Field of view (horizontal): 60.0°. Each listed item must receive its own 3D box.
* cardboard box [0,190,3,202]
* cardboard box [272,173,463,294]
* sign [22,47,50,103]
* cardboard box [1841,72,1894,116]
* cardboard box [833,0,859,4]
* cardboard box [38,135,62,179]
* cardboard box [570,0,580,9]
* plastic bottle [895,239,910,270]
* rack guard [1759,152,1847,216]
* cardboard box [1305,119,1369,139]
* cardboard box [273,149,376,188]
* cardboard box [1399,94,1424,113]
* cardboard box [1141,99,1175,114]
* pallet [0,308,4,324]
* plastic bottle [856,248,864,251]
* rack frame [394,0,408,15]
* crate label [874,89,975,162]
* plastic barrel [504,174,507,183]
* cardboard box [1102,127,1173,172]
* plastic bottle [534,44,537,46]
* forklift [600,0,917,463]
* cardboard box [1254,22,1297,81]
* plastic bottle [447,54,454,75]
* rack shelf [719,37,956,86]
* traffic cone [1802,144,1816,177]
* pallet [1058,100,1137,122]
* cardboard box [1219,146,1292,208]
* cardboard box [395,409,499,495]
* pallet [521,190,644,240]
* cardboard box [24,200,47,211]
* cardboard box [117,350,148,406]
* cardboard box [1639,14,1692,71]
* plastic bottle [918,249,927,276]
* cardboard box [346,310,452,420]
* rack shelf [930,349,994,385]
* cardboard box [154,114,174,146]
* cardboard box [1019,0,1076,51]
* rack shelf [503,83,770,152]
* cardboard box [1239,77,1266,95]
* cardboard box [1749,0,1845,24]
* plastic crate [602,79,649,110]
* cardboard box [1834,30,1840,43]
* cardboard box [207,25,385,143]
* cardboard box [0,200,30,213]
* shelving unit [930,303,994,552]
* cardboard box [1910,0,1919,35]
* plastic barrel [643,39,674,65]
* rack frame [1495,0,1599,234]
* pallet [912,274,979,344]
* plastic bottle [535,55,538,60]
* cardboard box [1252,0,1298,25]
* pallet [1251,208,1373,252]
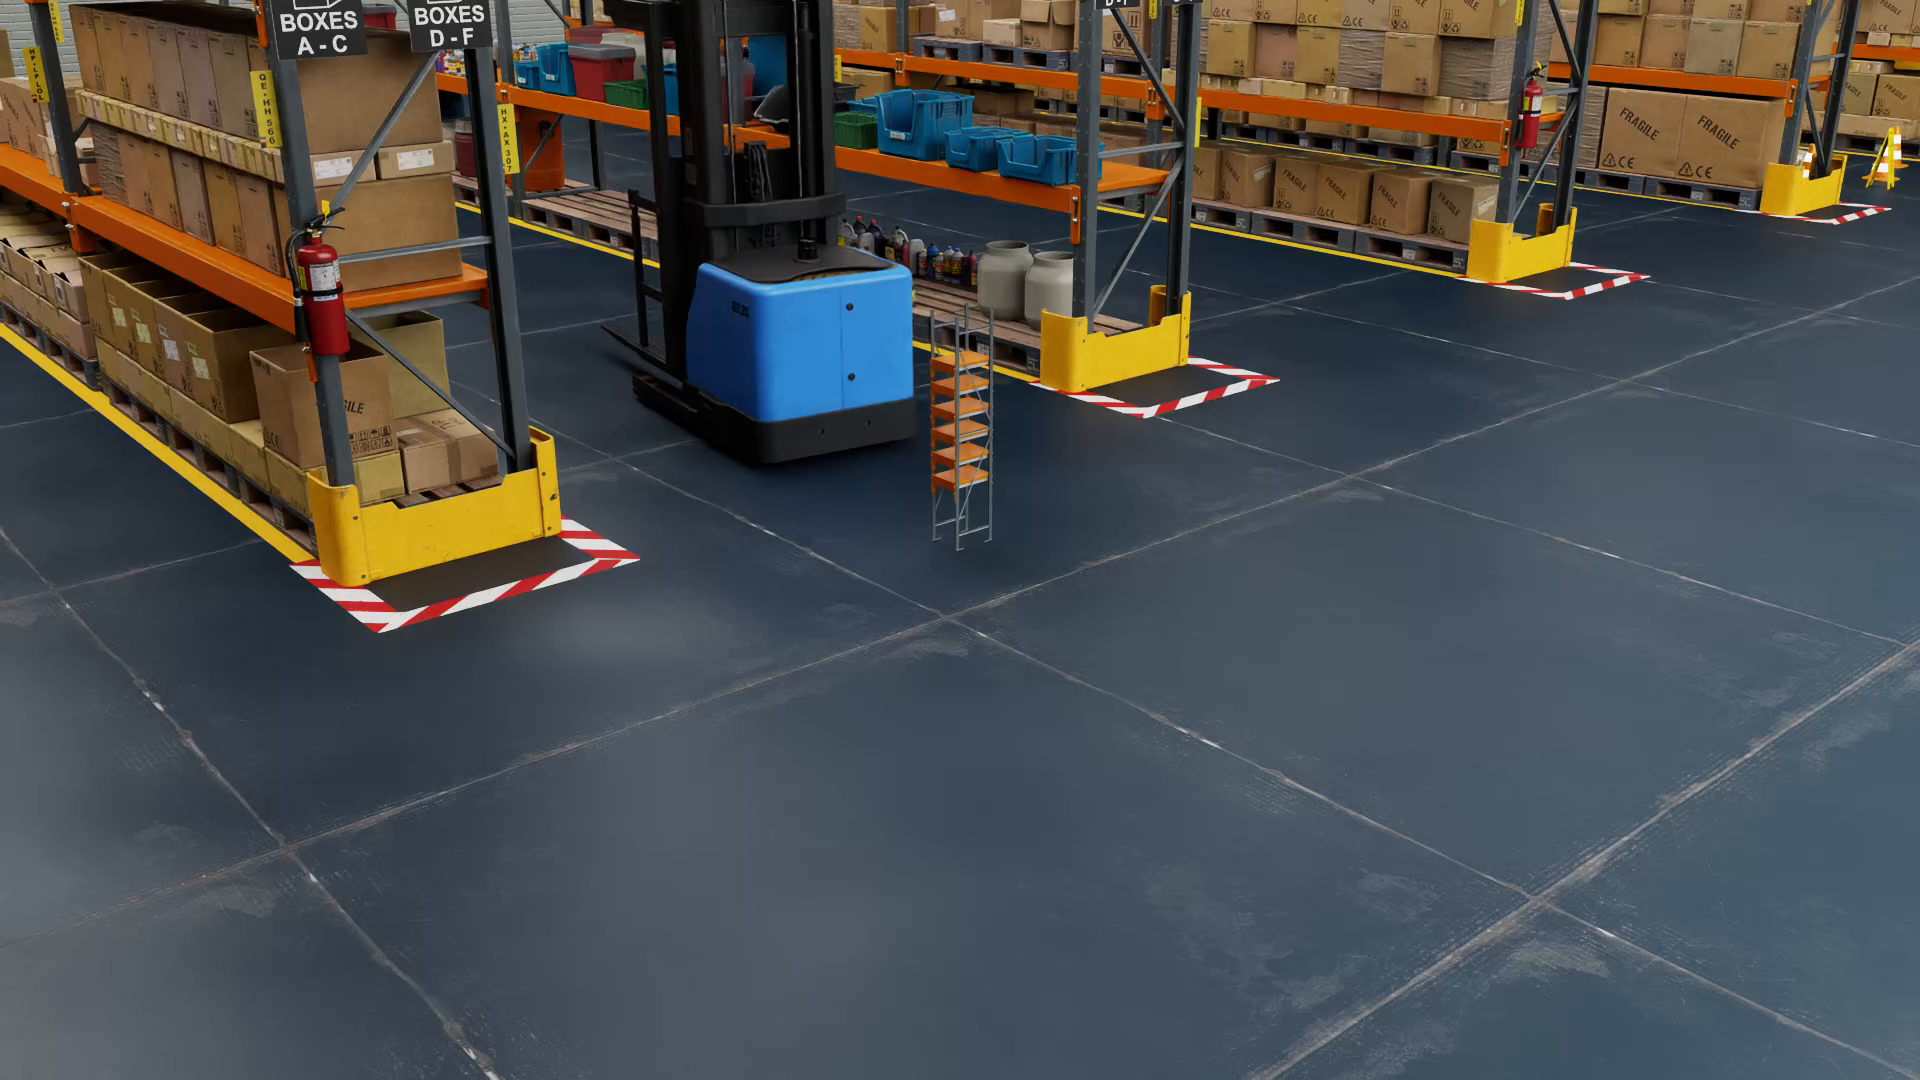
[{"bbox_3d":[-8.252,-2.944,14.712,0.500,0.500,0.500,-19,28,-39],"label":"cardboard box"},{"bbox_3d":[-2.899,-1.534,8.152,0.700,0.500,0.500,-17,27,-37],"label":"cardboard box"},{"bbox_3d":[-5.619,-2.831,10.121,0.100,0.325,0.005,-17,27,-37],"label":"sign"},{"bbox_3d":[11.347,-5.639,20.935,0.500,0.500,0.500,-16,27,-36],"label":"cardboard box"},{"bbox_3d":[-1.207,-6.824,20.280,0.797,0.503,0.637,-17,27,-36],"label":"cardboard box"},{"bbox_3d":[-5.928,-2.598,11.188,0.396,0.266,0.258,-18,28,-39],"label":"cardboard box"},{"bbox_3d":[-5.432,-8.005,24.608,0.500,0.250,0.500,-18,28,-39],"label":"cardboard box"},{"bbox_3d":[-0.462,-2.256,13.253,0.061,0.283,0.133,-17,27,-37],"label":"plastic bottle"},{"bbox_3d":[8.743,-3.695,17.233,1.175,0.500,0.348,-17,27,-37],"label":"rack guard"},{"bbox_3d":[5.016,-5.537,21.016,1.050,0.750,0.750,-17,27,-37],"label":"cardboard box"},{"bbox_3d":[-2.997,-1.765,7.850,0.380,0.149,0.250,-18,28,-38],"label":"cardboard box"},{"bbox_3d":[4.045,-3.825,14.480,0.380,0.149,0.250,-17,27,-37],"label":"cardboard box"},{"bbox_3d":[2.878,-6.227,23.122,0.500,0.500,0.500,-18,27,-38],"label":"cardboard box"},{"bbox_3d":[-7.318,-2.031,13.380,1.003,0.211,1.213,-17,27,-37],"label":"pallet"},{"bbox_3d":[-0.751,-2.127,12.932,0.152,0.276,0.135,-17,27,-37],"label":"plastic bottle"},{"bbox_3d":[-6.682,-5.849,19.306,1.000,3.000,0.127,-17,27,-37],"label":"rack frame"},{"bbox_3d":[-0.255,-2.995,11.968,0.502,0.435,0.616,-17,27,-37],"label":"crate label"},{"bbox_3d":[-4.839,-4.047,17.540,0.421,0.512,0.421,0,21,0],"label":"plastic barrel"},{"bbox_3d":[1.908,-4.034,17.495,0.500,0.500,0.700,20,29,41],"label":"cardboard box"},{"bbox_3d":[-4.463,-5.062,17.456,0.061,0.283,0.133,-17,27,-37],"label":"plastic bottle"},{"bbox_3d":[-1.465,-2.287,10.304,1.130,2.935,3.031,-13,25,-30],"label":"forklift"},{"bbox_3d":[3.242,-4.604,15.580,0.875,0.500,0.500,-17,27,-37],"label":"cardboard box"},{"bbox_3d":[-5.251,-4.923,17.214,0.097,0.201,0.097,0,21,0],"label":"plastic bottle"},{"bbox_3d":[-1.624,-6.141,21.036,1.077,0.370,4.000,-17,27,-37],"label":"rack shelf"},{"bbox_3d":[9.456,-4.169,18.495,0.336,0.463,0.334,-17,27,-37],"label":"traffic cone"},{"bbox_3d":[2.204,-6.331,24.359,1.003,0.211,1.213,-17,27,-37],"label":"pallet"},{"bbox_3d":[2.903,-3.573,16.346,0.500,0.500,0.500,-9,23,-21],"label":"cardboard box"},{"bbox_3d":[-2.785,-0.472,8.771,0.500,0.250,0.500,-17,27,-37],"label":"cardboard box"},{"bbox_3d":[-3.594,-3.223,16.423,1.003,0.211,1.213,-17,27,-37],"label":"pallet"},{"bbox_3d":[-7.297,-2.656,13.579,0.500,0.311,0.500,-17,27,-36],"label":"cardboard box"},{"bbox_3d":[-4.819,-1.037,10.212,0.500,0.250,0.500,-17,27,-37],"label":"cardboard box"},{"bbox_3d":[7.805,-5.359,17.847,0.875,0.550,0.550,-17,27,-37],"label":"cardboard box"},{"bbox_3d":[-0.284,-2.218,13.266,0.097,0.201,0.097,0,21,0],"label":"plastic bottle"},{"bbox_3d":[-3.113,-0.959,8.986,0.500,0.500,0.500,-17,27,-37],"label":"cardboard box"},{"bbox_3d":[0.009,-0.849,8.140,0.258,0.103,0.180,-17,27,-37],"label":"rack shelf"},{"bbox_3d":[-4.172,-2.262,9.120,0.380,0.149,0.250,-18,28,-38],"label":"cardboard box"},{"bbox_3d":[1.091,-5.519,17.744,0.797,0.503,0.637,-14,26,-32],"label":"cardboard box"},{"bbox_3d":[-2.765,-3.857,15.204,1.077,0.370,4.000,-17,27,-37],"label":"rack shelf"},{"bbox_3d":[2.845,-4.290,15.668,0.380,0.149,0.250,-17,27,-37],"label":"cardboard box"},{"bbox_3d":[8.514,-5.550,16.856,0.875,0.550,0.550,-17,27,-37],"label":"cardboard box"},{"bbox_3d":[-2.810,-3.954,14.758,0.450,0.188,0.662,-17,27,-37],"label":"plastic crate"},{"bbox_3d":[11.117,-6.344,20.914,0.380,0.149,0.250,-18,28,-38],"label":"cardboard box"},{"bbox_3d":[-3.281,-2.297,8.320,0.700,0.500,0.500,-18,28,-39],"label":"cardboard box"},{"bbox_3d":[-7.706,-2.528,13.251,0.500,0.311,0.500,-16,27,-36],"label":"cardboard box"},{"bbox_3d":[0.009,-0.555,8.255,0.258,1.200,0.189,-17,27,-37],"label":"shelving unit"},{"bbox_3d":[11.848,-6.342,20.017,0.500,0.500,0.500,-18,28,-38],"label":"cardboard box"},{"bbox_3d":[-2.679,-4.341,15.269,0.433,0.535,0.433,0,21,0],"label":"plastic barrel"},{"bbox_3d":[4.904,-3.713,13.851,1.000,3.000,0.127,-17,27,-37],"label":"rack frame"},{"bbox_3d":[-0.252,-1.808,12.811,1.003,0.211,1.213,-17,27,-37],"label":"pallet"},{"bbox_3d":[-4.223,-4.847,16.916,0.152,0.276,0.135,-17,27,-37],"label":"plastic bottle"},{"bbox_3d":[3.047,-5.008,15.241,0.500,0.500,0.500,-17,27,-37],"label":"cardboard box"},{"bbox_3d":[3.558,-3.005,15.868,1.003,0.211,1.213,-17,27,-37],"label":"pallet"}]
